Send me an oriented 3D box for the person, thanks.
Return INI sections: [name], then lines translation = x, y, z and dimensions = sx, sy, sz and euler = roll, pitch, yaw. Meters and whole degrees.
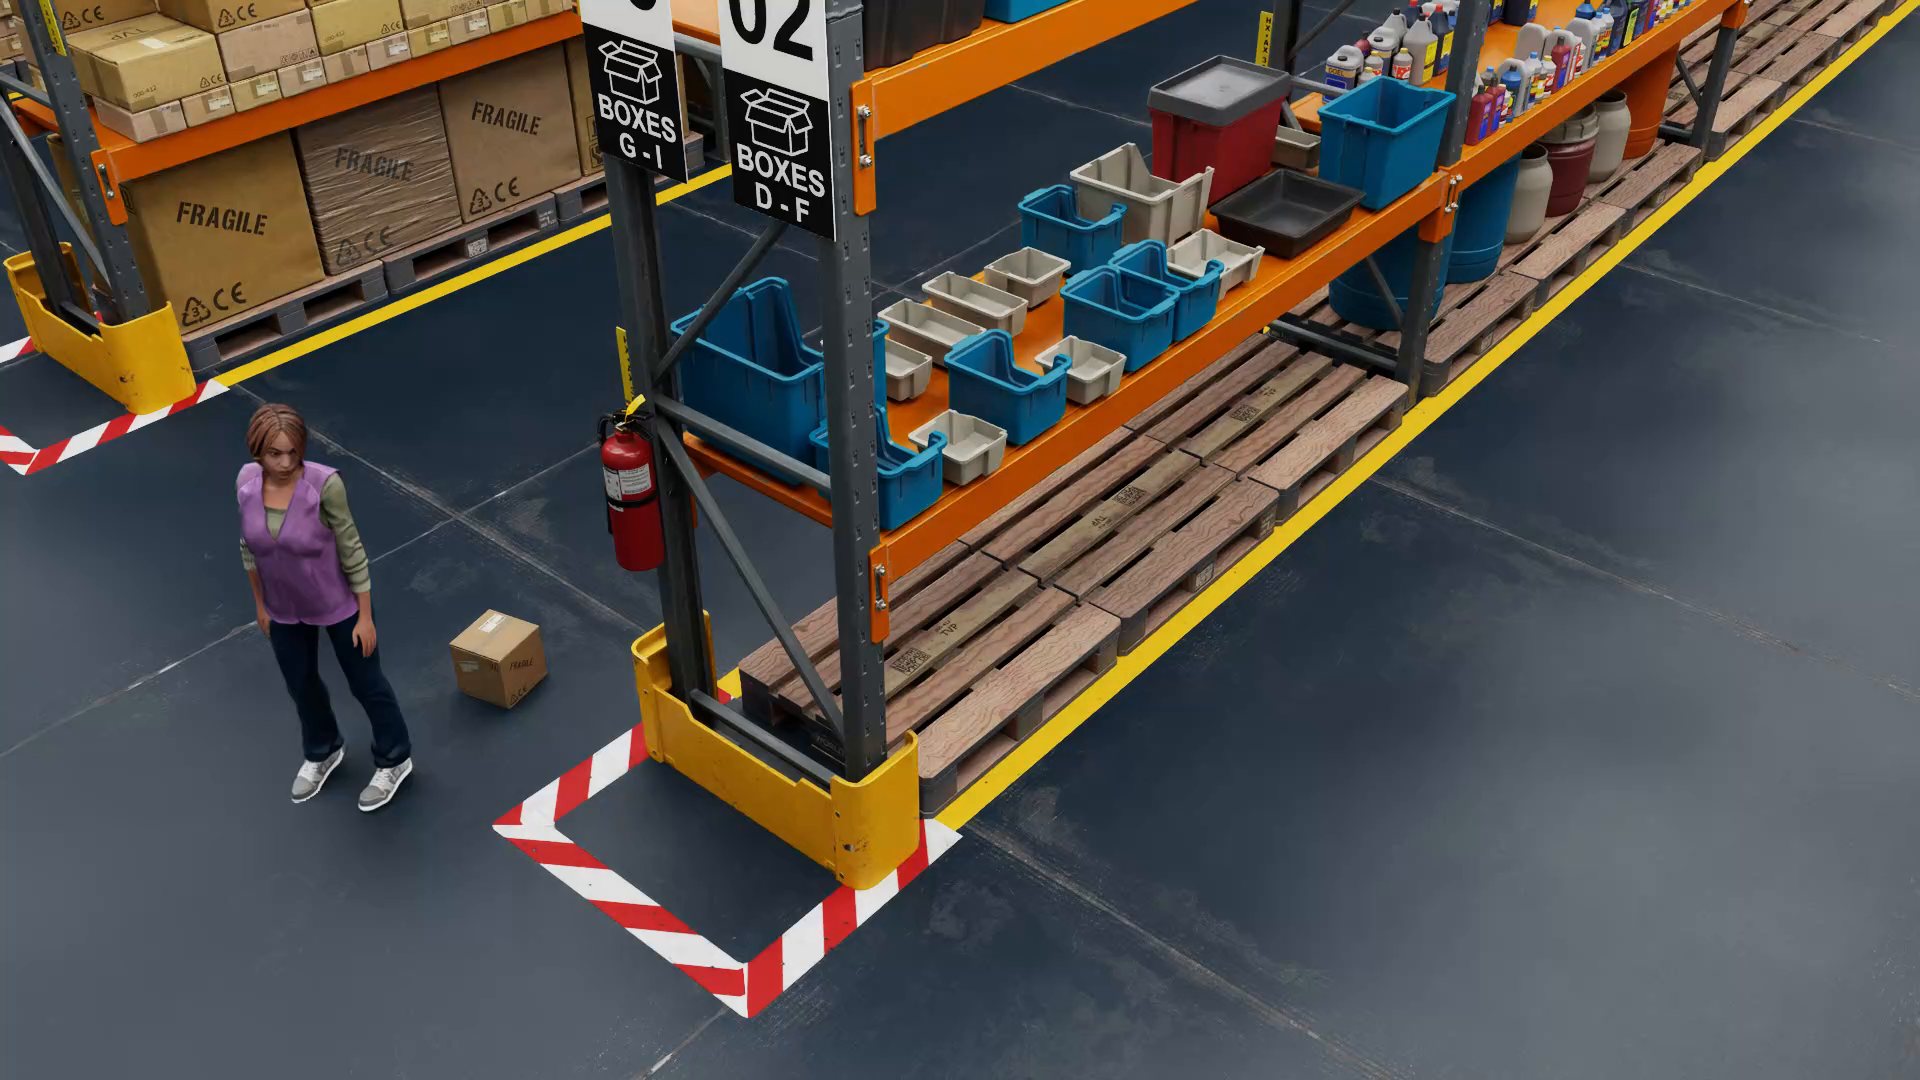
[person]
translation = -2.246, 0.255, 5.794
dimensions = 0.476, 1.620, 0.340
euler = 4, 36, 5
